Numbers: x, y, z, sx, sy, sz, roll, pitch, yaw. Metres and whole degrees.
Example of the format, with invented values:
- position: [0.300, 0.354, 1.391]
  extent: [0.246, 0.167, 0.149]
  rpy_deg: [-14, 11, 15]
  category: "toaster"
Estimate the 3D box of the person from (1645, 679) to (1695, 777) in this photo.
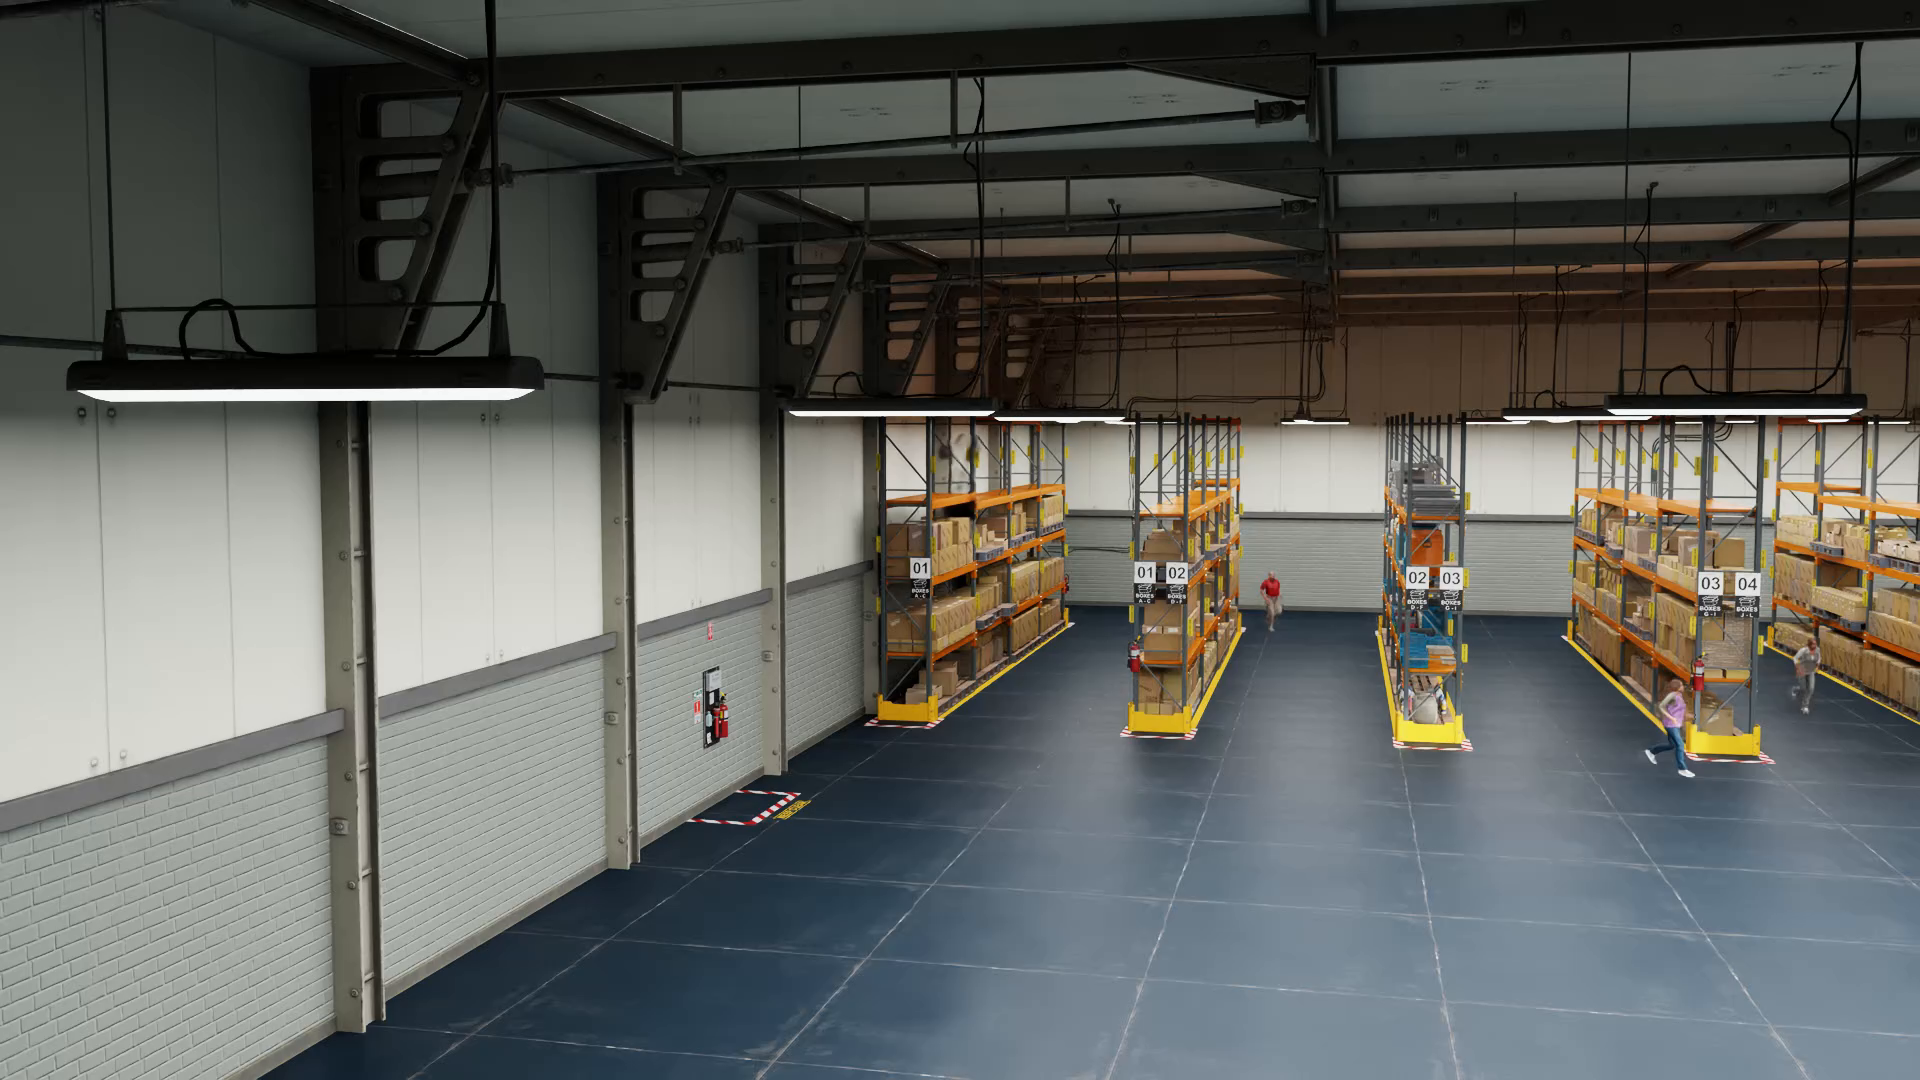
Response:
- position: [11.714, 3.078, 27.447]
  extent: [0.835, 1.593, 0.545]
  rpy_deg: [4, 5, 42]
  category: "person"

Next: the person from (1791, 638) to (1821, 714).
- position: [17.061, 2.708, 33.601]
  extent: [0.539, 1.546, 0.815]
  rpy_deg: [0, 4, -4]
  category: "person"

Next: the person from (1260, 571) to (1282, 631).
- position: [8.809, 1.719, 46.911]
  extent: [0.693, 1.694, 0.539]
  rpy_deg: [-2, 4, -26]
  category: "person"
